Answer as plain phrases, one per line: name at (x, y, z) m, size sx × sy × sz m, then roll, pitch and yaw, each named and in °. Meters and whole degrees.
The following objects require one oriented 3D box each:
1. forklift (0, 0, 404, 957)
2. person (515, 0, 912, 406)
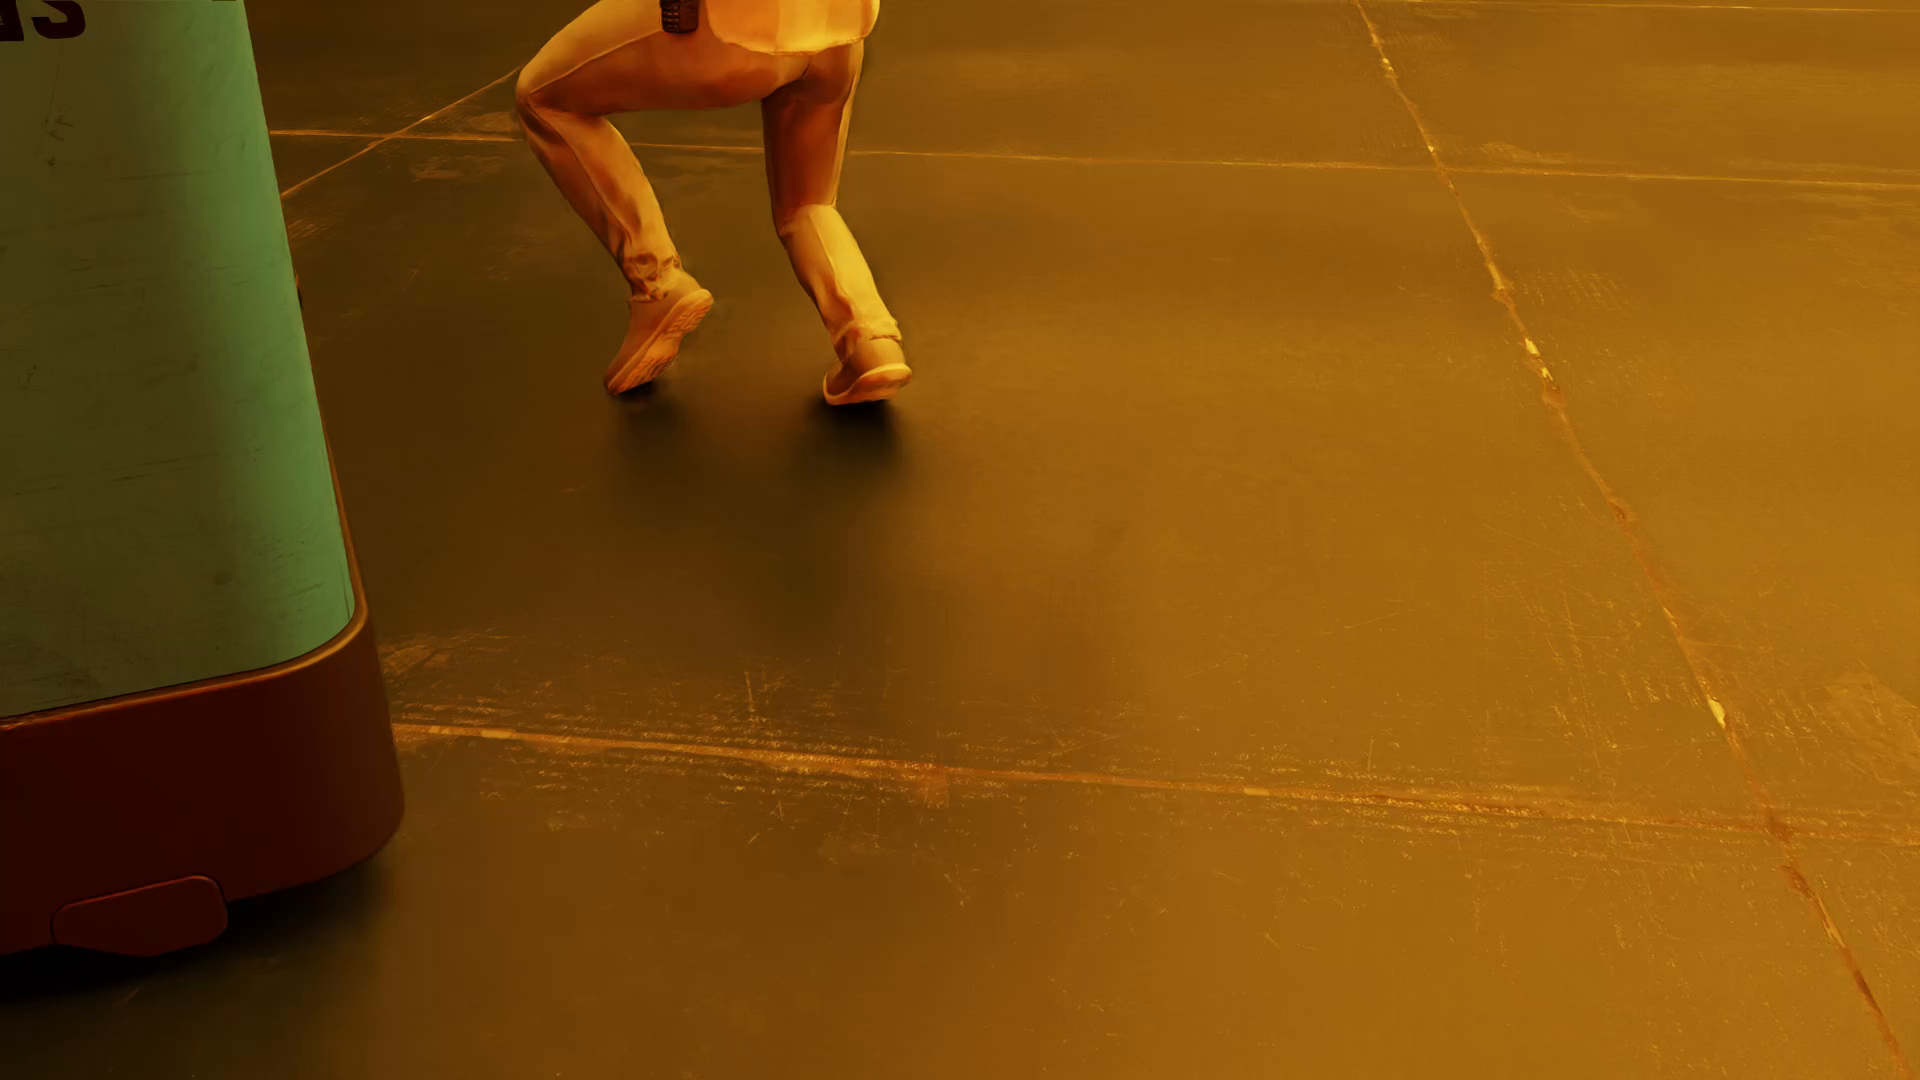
forklift at (-2.151, -0.869, 0.960) m, size 3.031 × 2.935 × 1.130 m, roll -11°, pitch 29°, yaw -21°
person at (-0.502, -0.868, 2.566) m, size 0.824 × 1.541 × 1.022 m, roll 24°, pitch 35°, yaw 39°
